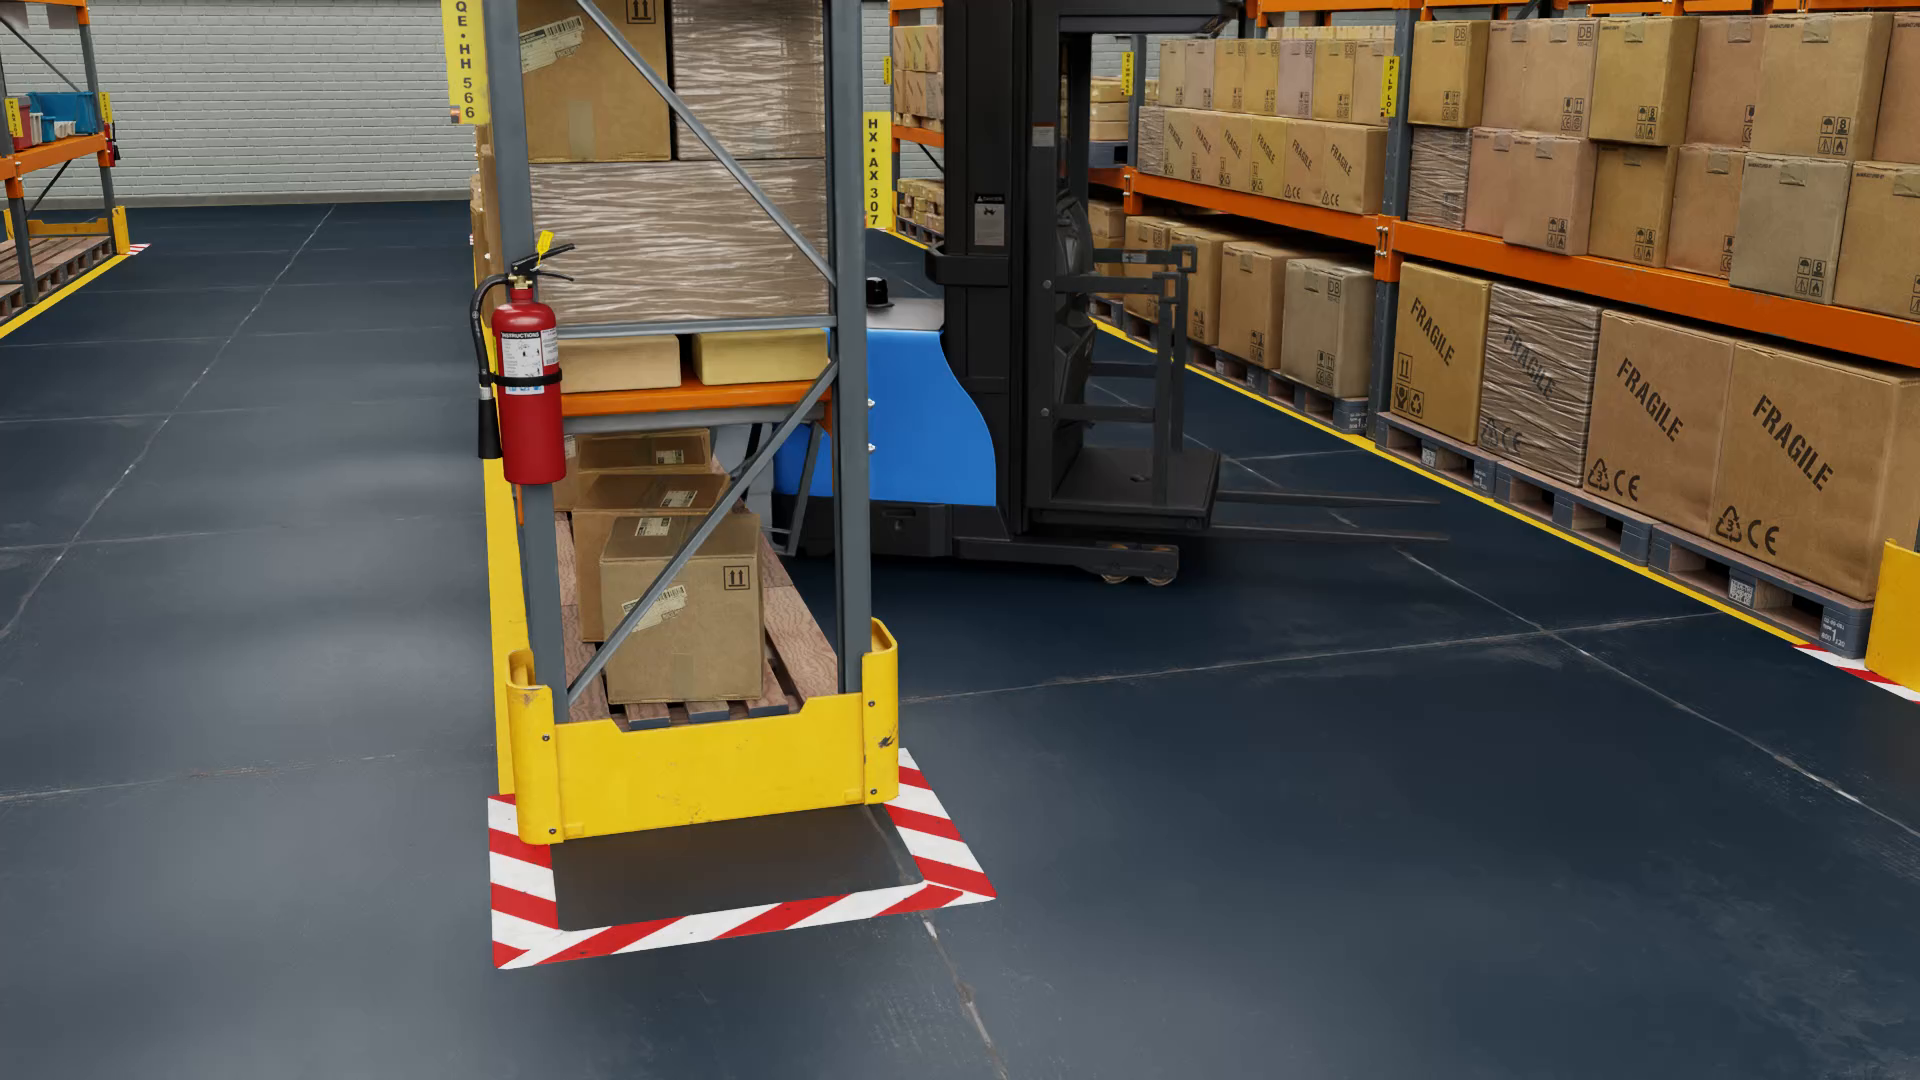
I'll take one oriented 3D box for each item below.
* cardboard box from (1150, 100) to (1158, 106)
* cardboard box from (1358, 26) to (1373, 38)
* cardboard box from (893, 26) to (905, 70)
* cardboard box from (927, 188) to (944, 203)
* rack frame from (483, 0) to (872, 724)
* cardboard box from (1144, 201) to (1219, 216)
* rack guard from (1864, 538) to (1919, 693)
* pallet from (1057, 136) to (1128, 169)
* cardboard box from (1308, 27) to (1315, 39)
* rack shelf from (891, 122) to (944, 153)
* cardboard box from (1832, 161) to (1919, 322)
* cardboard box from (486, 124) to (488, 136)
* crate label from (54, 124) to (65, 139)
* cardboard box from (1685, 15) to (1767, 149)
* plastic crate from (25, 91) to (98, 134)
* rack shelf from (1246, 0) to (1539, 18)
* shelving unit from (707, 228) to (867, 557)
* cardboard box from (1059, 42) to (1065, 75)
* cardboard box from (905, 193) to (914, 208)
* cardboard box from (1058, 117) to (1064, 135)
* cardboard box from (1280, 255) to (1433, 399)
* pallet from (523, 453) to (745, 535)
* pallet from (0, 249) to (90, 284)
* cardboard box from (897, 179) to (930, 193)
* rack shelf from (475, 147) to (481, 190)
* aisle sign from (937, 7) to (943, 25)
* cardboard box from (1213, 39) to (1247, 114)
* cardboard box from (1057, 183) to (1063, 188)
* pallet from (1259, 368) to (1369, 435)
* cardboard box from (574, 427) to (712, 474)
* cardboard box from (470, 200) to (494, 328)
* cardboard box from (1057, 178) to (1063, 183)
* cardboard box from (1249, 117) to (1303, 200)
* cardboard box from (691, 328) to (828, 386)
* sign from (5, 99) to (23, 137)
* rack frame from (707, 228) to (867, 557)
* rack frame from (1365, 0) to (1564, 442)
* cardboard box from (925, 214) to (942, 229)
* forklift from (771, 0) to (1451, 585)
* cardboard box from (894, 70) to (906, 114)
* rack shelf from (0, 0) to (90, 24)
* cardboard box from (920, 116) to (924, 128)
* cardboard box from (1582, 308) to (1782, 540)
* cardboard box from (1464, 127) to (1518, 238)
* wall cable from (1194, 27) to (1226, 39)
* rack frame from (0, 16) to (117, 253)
[{"bbox_3d":[1.815,-3.624,13.993,0.380,0.149,0.250,-4,17,-13],"label":"cardboard box"},{"bbox_3d":[4.856,-5.886,19.294,0.380,0.149,0.250,-5,17,-16],"label":"cardboard box"},{"bbox_3d":[-0.499,-5.913,19.996,0.500,0.500,0.500,-5,17,-16],"label":"cardboard box"},{"bbox_3d":[-0.169,-3.976,19.165,0.380,0.149,0.250,-4,17,-14],"label":"cardboard box"},{"bbox_3d":[-0.767,-0.600,4.734,1.000,3.000,0.127,-5,17,-15],"label":"rack frame"},{"bbox_3d":[1.875,-2.750,14.203,0.500,0.250,0.500,-6,18,-18],"label":"cardboard box"},{"bbox_3d":[4.037,0.240,6.284,1.175,0.500,0.348,-5,17,-15],"label":"rack guard"},{"bbox_3d":[1.533,-3.273,13.969,1.213,0.211,1.003,-5,17,-15],"label":"pallet"},{"bbox_3d":[4.510,-6.238,20.467,0.380,0.149,0.250,-5,17,-15],"label":"cardboard box"},{"bbox_3d":[0.183,-4.492,18.942,1.077,0.370,4.000,-5,17,-15],"label":"rack shelf"},{"bbox_3d":[3.885,-1.135,6.255,0.875,0.550,0.550,-5,17,-15],"label":"cardboard box"},{"bbox_3d":[-1.433,-1.678,5.894,0.500,0.500,0.500,-5,17,-15],"label":"cardboard box"},{"bbox_3d":[-9.362,-4.168,16.969,0.396,0.136,0.243,-5,17,-15],"label":"crate label"},{"bbox_3d":[3.702,-1.969,7.155,0.875,0.550,0.550,-5,17,-15],"label":"cardboard box"},{"bbox_3d":[-9.654,-4.601,17.891,0.616,0.435,0.499,-5,17,-15],"label":"plastic crate"},{"bbox_3d":[2.381,-3.715,11.143,1.077,0.370,4.000,-5,17,-15],"label":"rack shelf"},{"bbox_3d":[-0.965,-0.814,7.642,0.538,1.500,1.048,9,12,-22],"label":"shelving unit"},{"bbox_3d":[0.843,-5.096,17.275,0.500,0.500,0.500,-4,17,-14],"label":"cardboard box"},{"bbox_3d":[-0.449,-4.122,20.170,0.380,0.149,0.250,-5,17,-16],"label":"cardboard box"},{"bbox_3d":[1.051,-3.567,14.318,0.380,0.149,0.250,-5,17,-16],"label":"cardboard box"},{"bbox_3d":[2.674,-1.358,10.441,1.050,0.750,0.750,-5,17,-16],"label":"cardboard box"},{"bbox_3d":[-1.647,-0.188,8.209,1.003,0.211,1.213,-5,17,-15],"label":"pallet"},{"bbox_3d":[-9.405,-2.730,16.674,1.003,0.211,1.213,-5,17,-15],"label":"pallet"},{"bbox_3d":[-0.550,-4.338,20.372,0.380,0.149,0.250,-6,18,-18],"label":"cardboard box"},{"bbox_3d":[-3.515,-3.021,14.046,1.077,0.370,4.000,-5,17,-15],"label":"rack shelf"},{"bbox_3d":[-0.099,-6.678,20.452,0.394,0.787,0.004,-5,17,-15],"label":"aisle sign"},{"bbox_3d":[2.229,-3.297,11.802,0.700,0.500,0.500,-5,17,-16],"label":"cardboard box"},{"bbox_3d":[0.830,-3.274,15.948,0.500,0.250,0.500,-4,17,-14],"label":"cardboard box"},{"bbox_3d":[2.646,-0.942,10.722,1.003,0.211,1.213,-5,17,-15],"label":"pallet"},{"bbox_3d":[-1.384,-0.273,7.261,0.500,0.500,0.500,-6,18,-20],"label":"cardboard box"},{"bbox_3d":[-3.135,-2.188,12.987,1.225,0.875,0.875,-6,18,-18],"label":"cardboard box"},{"bbox_3d":[1.180,-3.460,16.569,0.500,0.250,0.500,-5,17,-17],"label":"cardboard box"},{"bbox_3d":[2.253,-2.521,10.956,0.500,0.500,0.500,-5,17,-15],"label":"cardboard box"},{"bbox_3d":[-0.616,-0.577,5.095,0.380,0.149,0.250,-5,17,-15],"label":"cardboard box"},{"bbox_3d":[-8.297,-3.703,14.584,0.100,0.325,0.005,-5,17,-15],"label":"sign"},{"bbox_3d":[-0.797,-0.681,7.181,0.500,1.500,0.032,9,12,-22],"label":"rack frame"},{"bbox_3d":[2.931,-2.070,9.630,1.000,3.000,0.127,-5,17,-15],"label":"rack frame"},{"bbox_3d":[-0.194,-3.703,19.290,0.380,0.149,0.250,-6,18,-18],"label":"cardboard box"},{"bbox_3d":[0.703,-1.372,7.426,3.031,2.935,1.130,3,17,11],"label":"forklift"},{"bbox_3d":[-0.509,-5.434,20.137,0.500,0.500,0.500,-4,17,-13],"label":"cardboard box"},{"bbox_3d":[-9.376,-5.173,15.994,1.077,0.370,4.000,-5,17,-15],"label":"rack shelf"},{"bbox_3d":[-0.258,-4.947,19.643,0.380,0.149,0.250,-4,17,-13],"label":"cardboard box"},{"bbox_3d":[3.536,-0.573,7.608,0.875,0.875,0.875,-5,17,-16],"label":"cardboard box"},{"bbox_3d":[3.217,-1.891,8.771,0.875,0.550,0.550,-5,17,-15],"label":"cardboard box"},{"bbox_3d":[4.153,-7.969,27.500,0.588,1.984,0.122,-5,17,-15],"label":"wall cable"},{"bbox_3d":[-9.926,-4.634,18.164,1.000,3.000,0.127,-5,17,-15],"label":"rack frame"}]
